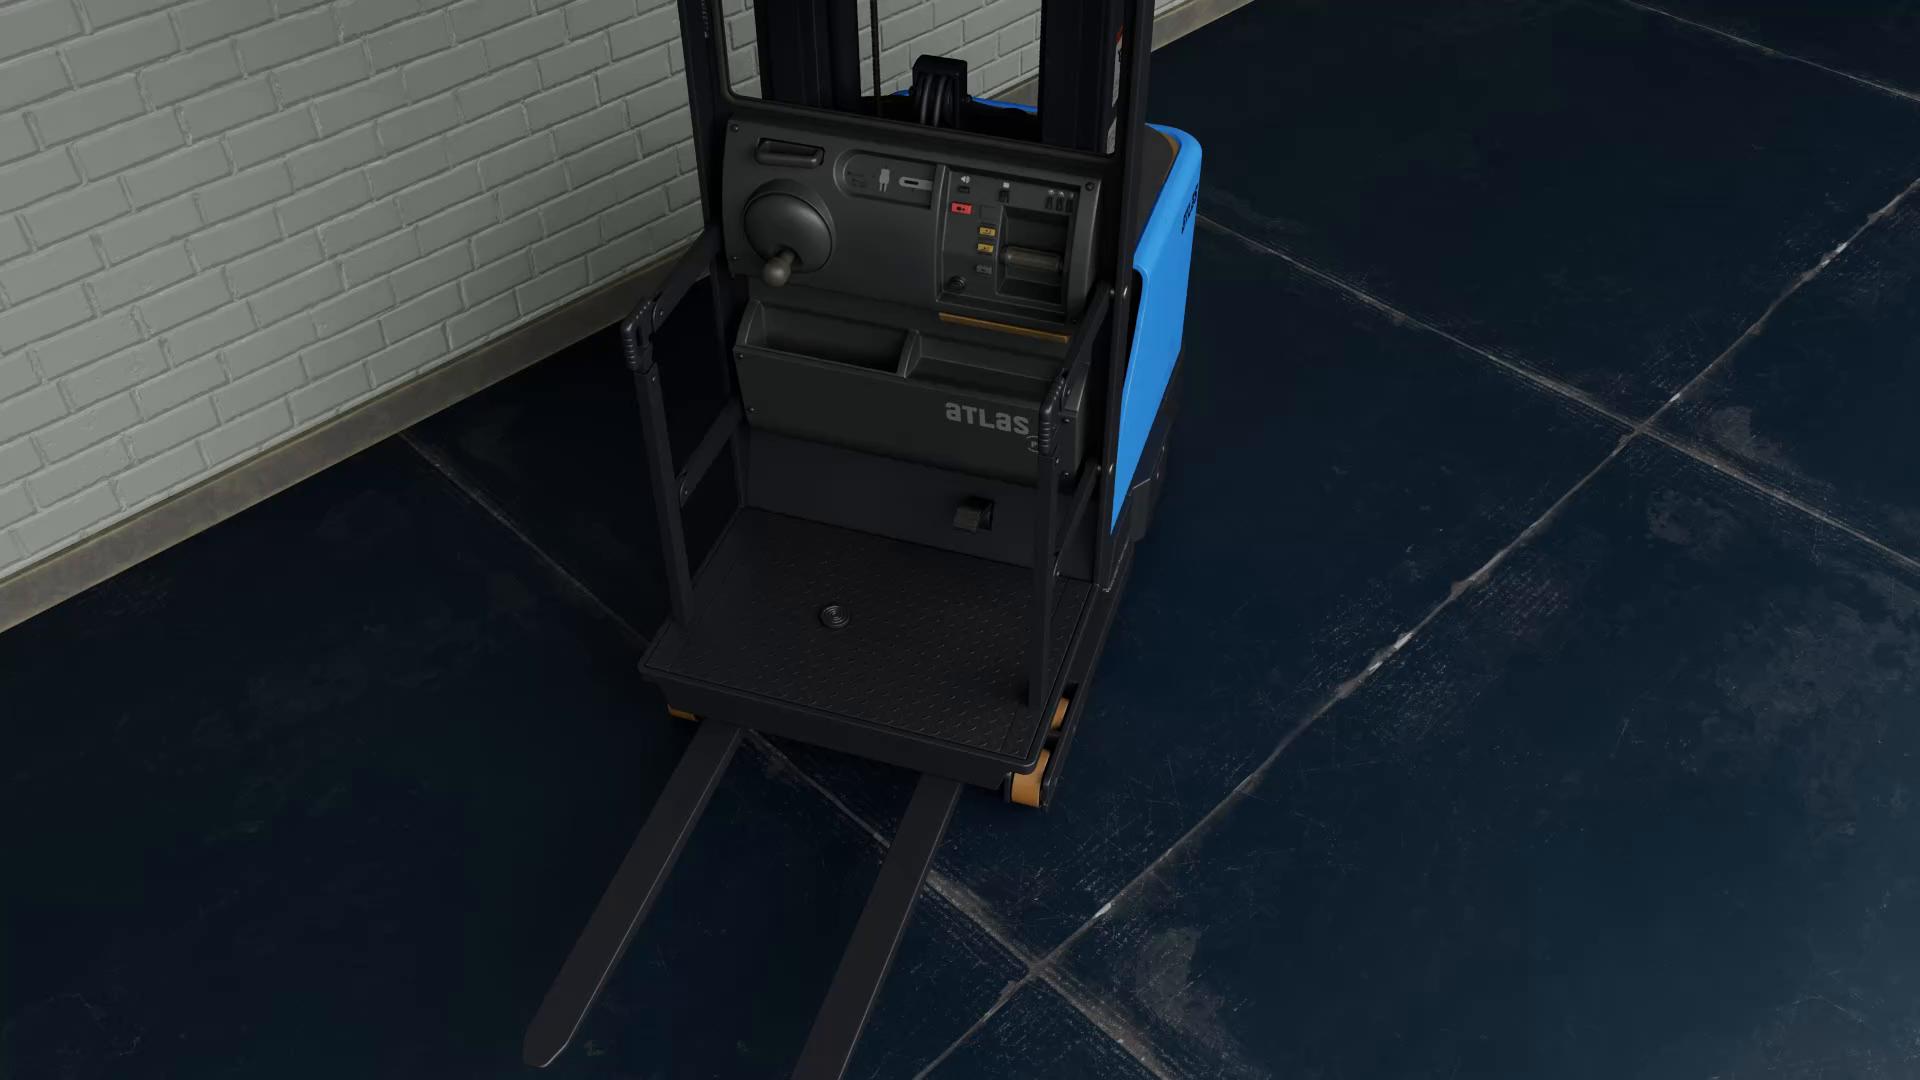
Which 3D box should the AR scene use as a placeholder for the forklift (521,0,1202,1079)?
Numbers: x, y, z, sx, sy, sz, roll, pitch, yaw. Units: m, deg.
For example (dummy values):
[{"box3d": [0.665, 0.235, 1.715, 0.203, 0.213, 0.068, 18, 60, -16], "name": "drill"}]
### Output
[{"box3d": [-0.192, -0.671, 3.816, 1.130, 2.935, 3.031, 12, 44, 13], "name": "forklift"}]
